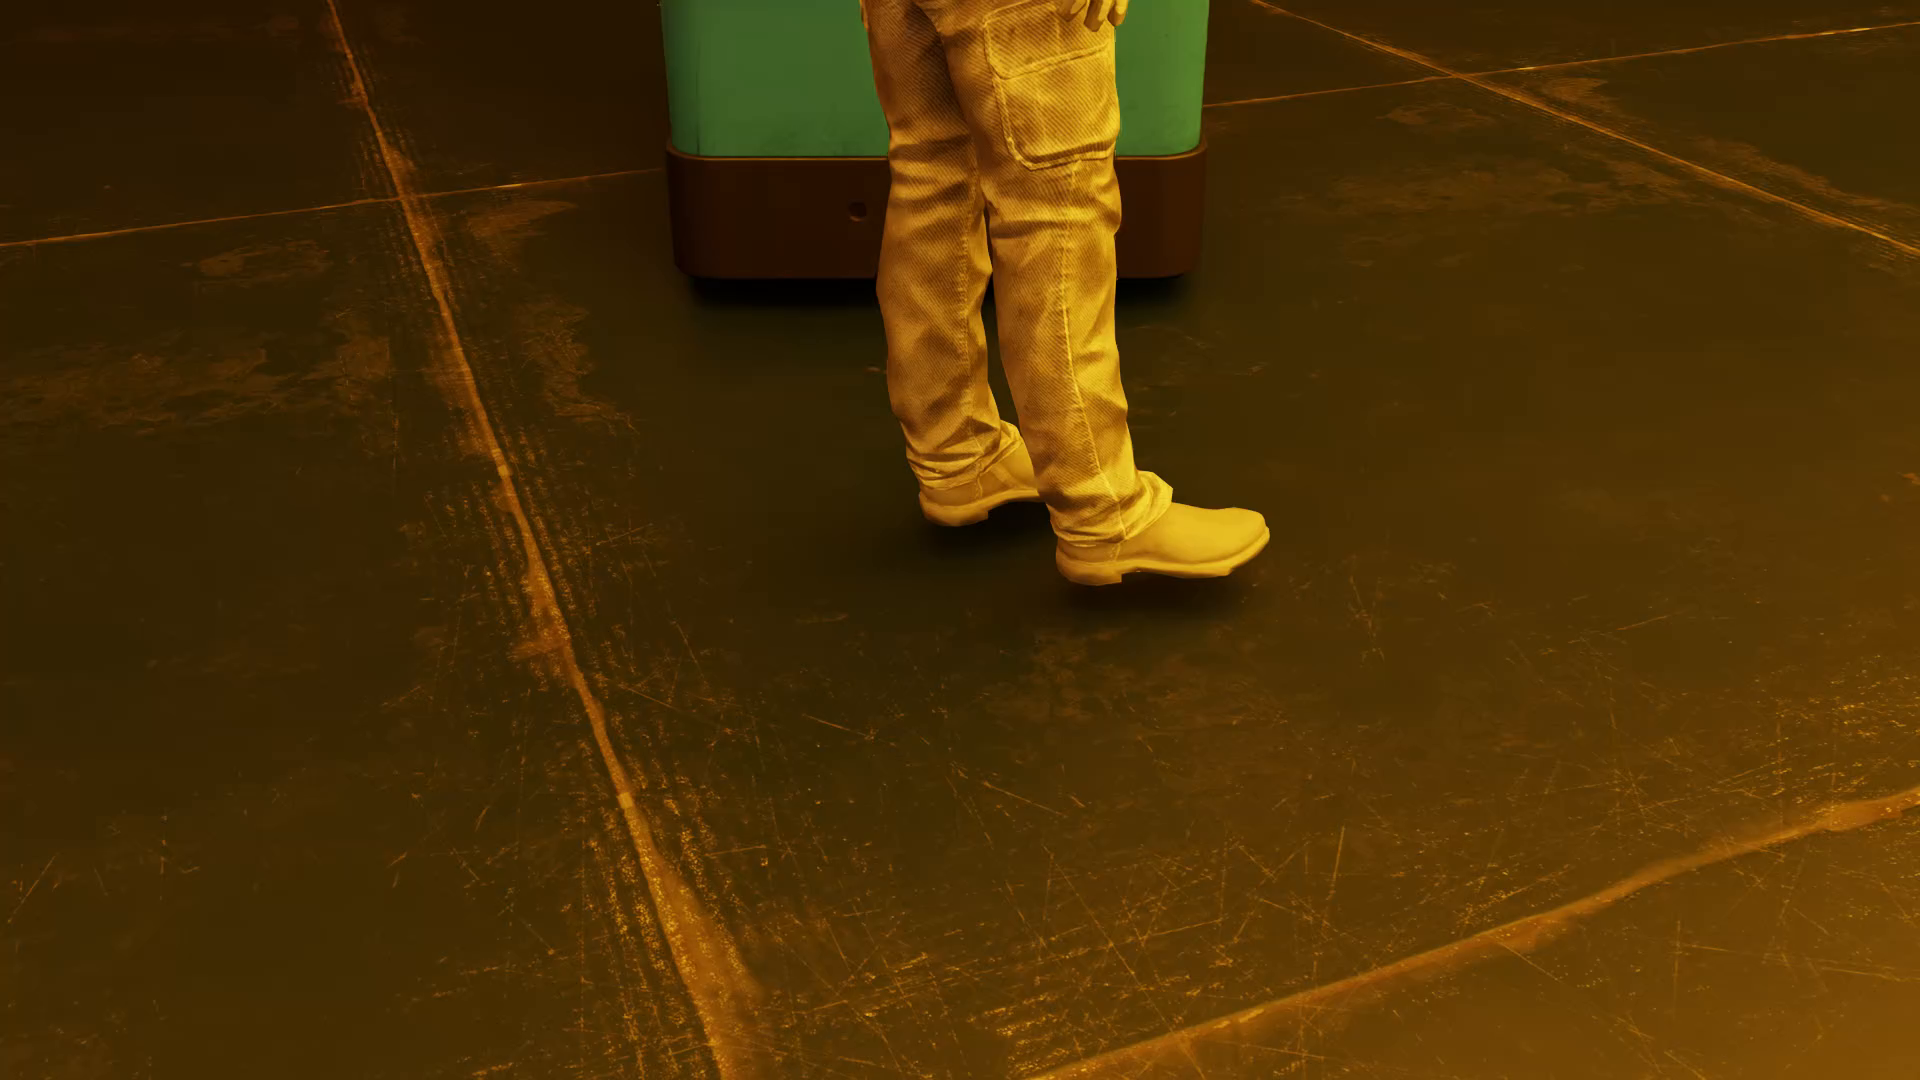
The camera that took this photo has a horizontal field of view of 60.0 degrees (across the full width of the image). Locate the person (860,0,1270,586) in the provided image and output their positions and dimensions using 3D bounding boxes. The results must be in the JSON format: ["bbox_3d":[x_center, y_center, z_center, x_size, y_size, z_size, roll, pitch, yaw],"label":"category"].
[{"bbox_3d":[0.069,-0.826,2.052,0.577,1.781,0.656,-11,32,-19],"label":"person"}]

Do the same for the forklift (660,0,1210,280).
[{"bbox_3d":[-0.056,-2.470,3.875,1.130,2.935,3.031,0,30,0],"label":"forklift"}]
